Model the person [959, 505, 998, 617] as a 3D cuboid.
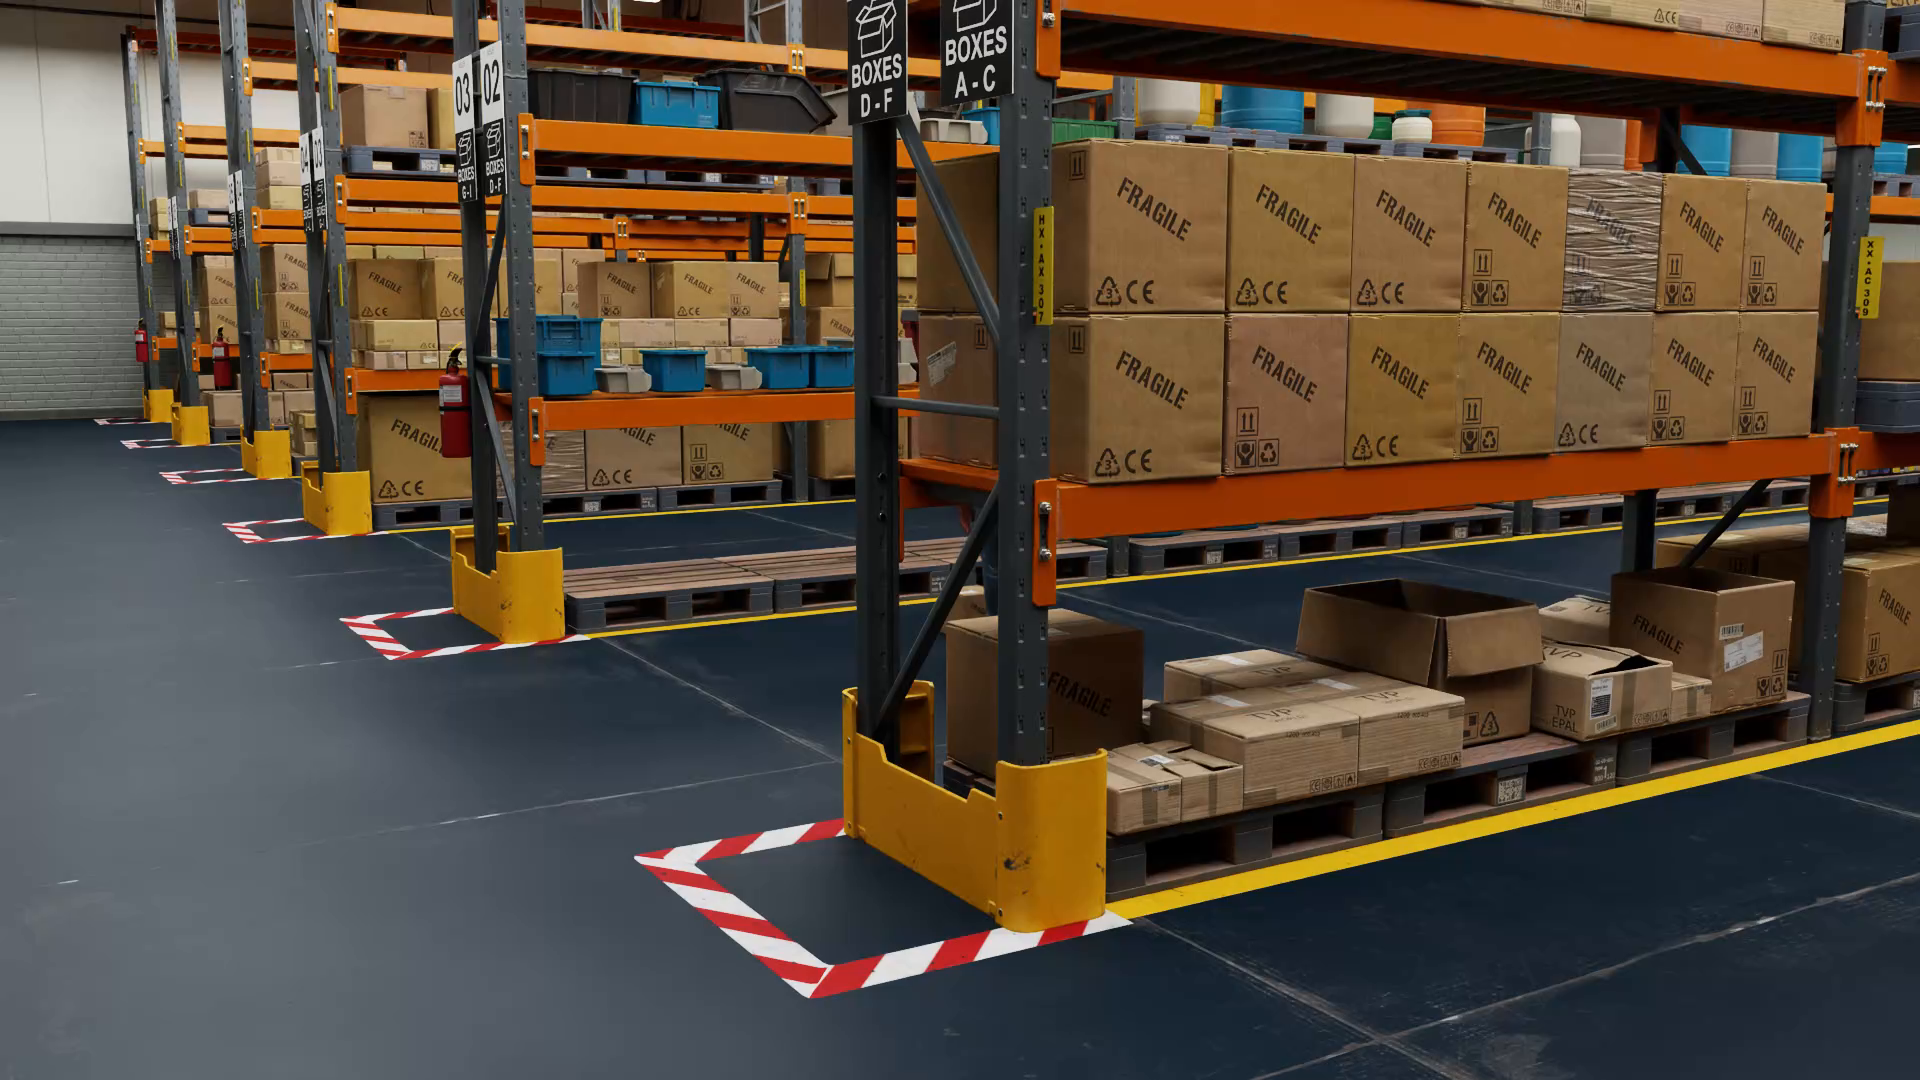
[{"bbox_3d":[0.279,-0.273,8.786,0.650,1.720,0.938,-1,8,-6],"label":"person"}]
